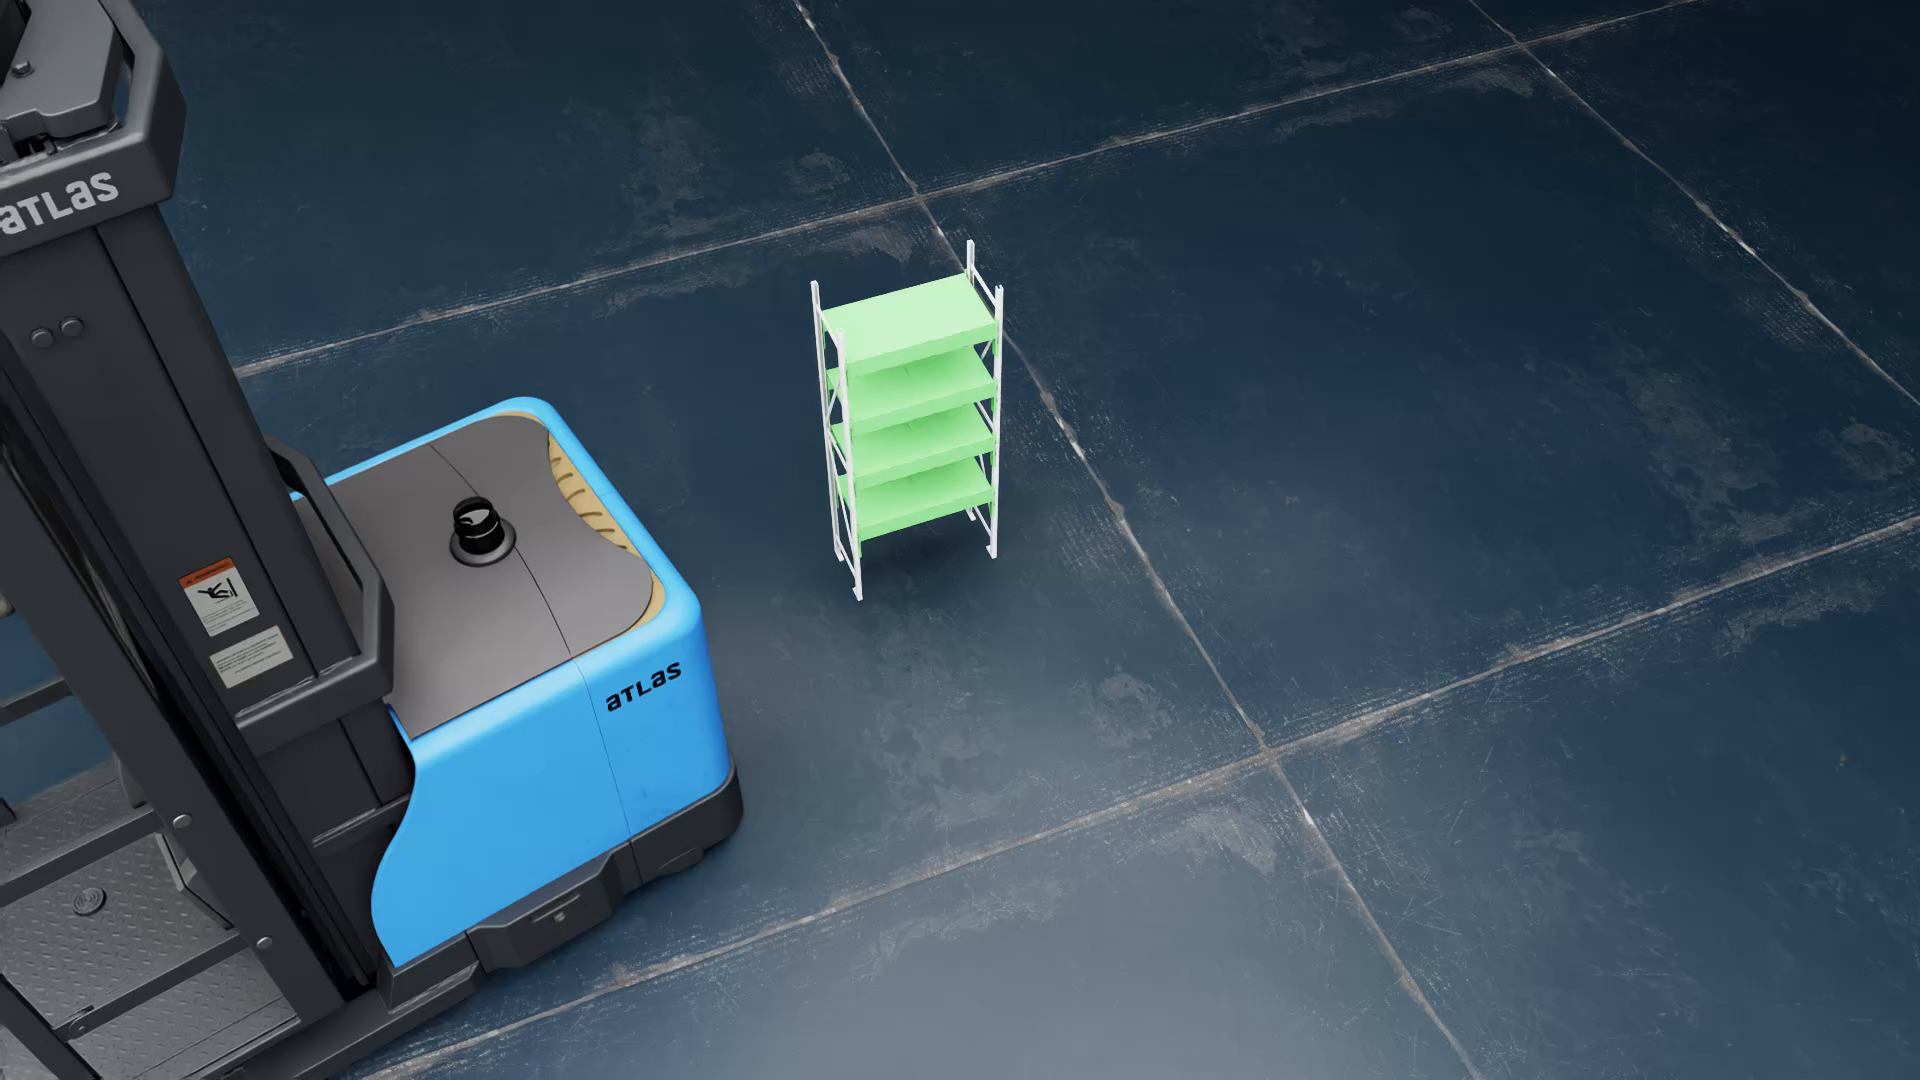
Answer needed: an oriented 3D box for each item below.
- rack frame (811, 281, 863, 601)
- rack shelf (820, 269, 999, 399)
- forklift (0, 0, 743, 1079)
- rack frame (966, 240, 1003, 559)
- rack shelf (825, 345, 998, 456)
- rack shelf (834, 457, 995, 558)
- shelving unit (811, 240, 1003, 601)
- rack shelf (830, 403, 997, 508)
[{"bbox_3d":[-0.379,-0.273,5.194,0.015,1.200,0.240,-17,52,-14],"label":"rack frame"},{"bbox_3d":[-0.153,-0.614,4.938,0.480,0.148,0.258,-17,52,-14],"label":"rack shelf"},{"bbox_3d":[-2.147,0.252,3.602,3.031,2.935,1.130,-28,55,-22],"label":"forklift"},{"bbox_3d":[0.073,-0.413,5.314,0.015,1.200,0.240,-17,52,-14],"label":"rack frame"},{"bbox_3d":[-0.153,-0.458,5.120,0.480,0.148,0.258,-17,52,-14],"label":"rack shelf"},{"bbox_3d":[-0.153,-0.145,5.485,0.480,0.148,0.258,-17,52,-14],"label":"rack shelf"},{"bbox_3d":[-0.153,-0.343,5.254,0.503,1.200,0.258,-17,52,-14],"label":"shelving unit"},{"bbox_3d":[-0.153,-0.302,5.302,0.480,0.148,0.258,-17,52,-14],"label":"rack shelf"}]
